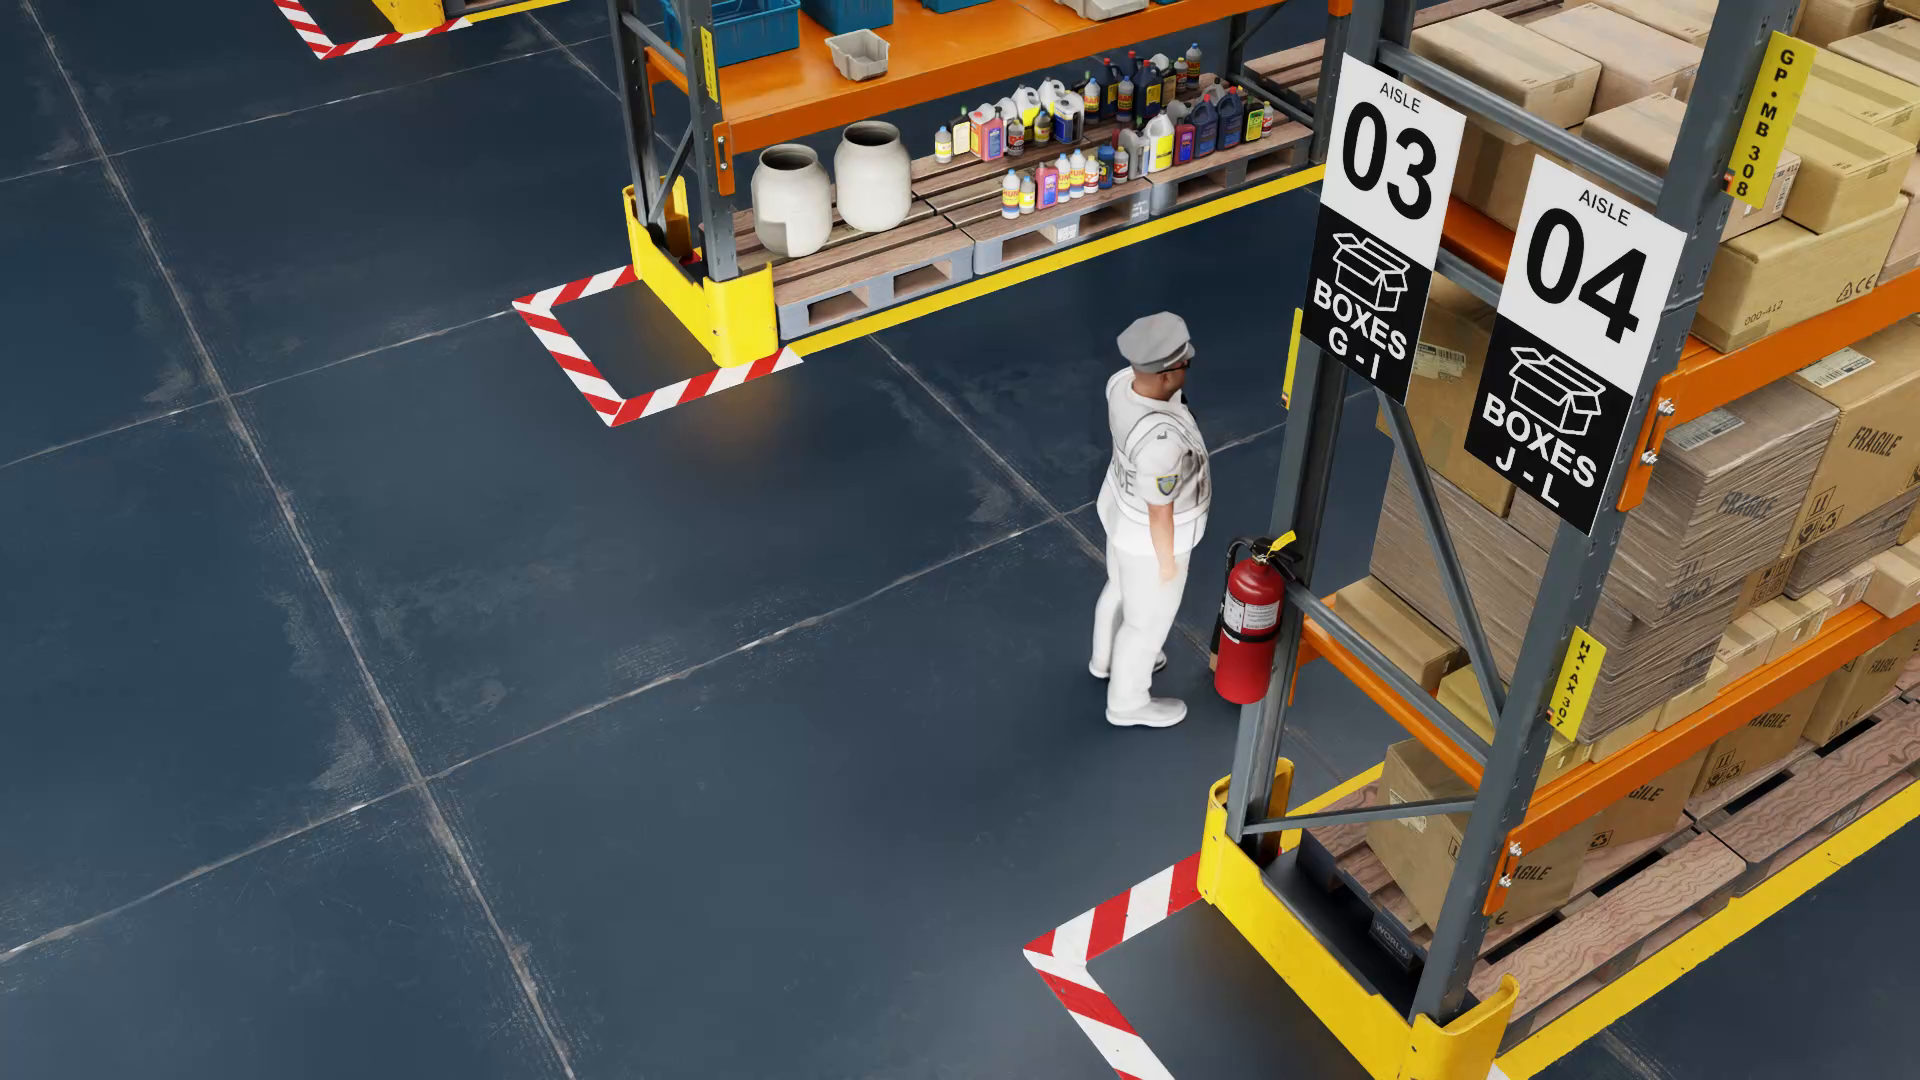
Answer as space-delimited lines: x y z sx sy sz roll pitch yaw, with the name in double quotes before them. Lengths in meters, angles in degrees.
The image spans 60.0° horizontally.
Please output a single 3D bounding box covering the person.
"person" 0.720 -0.067 6.219 0.394 1.768 0.525 -7 41 -8
